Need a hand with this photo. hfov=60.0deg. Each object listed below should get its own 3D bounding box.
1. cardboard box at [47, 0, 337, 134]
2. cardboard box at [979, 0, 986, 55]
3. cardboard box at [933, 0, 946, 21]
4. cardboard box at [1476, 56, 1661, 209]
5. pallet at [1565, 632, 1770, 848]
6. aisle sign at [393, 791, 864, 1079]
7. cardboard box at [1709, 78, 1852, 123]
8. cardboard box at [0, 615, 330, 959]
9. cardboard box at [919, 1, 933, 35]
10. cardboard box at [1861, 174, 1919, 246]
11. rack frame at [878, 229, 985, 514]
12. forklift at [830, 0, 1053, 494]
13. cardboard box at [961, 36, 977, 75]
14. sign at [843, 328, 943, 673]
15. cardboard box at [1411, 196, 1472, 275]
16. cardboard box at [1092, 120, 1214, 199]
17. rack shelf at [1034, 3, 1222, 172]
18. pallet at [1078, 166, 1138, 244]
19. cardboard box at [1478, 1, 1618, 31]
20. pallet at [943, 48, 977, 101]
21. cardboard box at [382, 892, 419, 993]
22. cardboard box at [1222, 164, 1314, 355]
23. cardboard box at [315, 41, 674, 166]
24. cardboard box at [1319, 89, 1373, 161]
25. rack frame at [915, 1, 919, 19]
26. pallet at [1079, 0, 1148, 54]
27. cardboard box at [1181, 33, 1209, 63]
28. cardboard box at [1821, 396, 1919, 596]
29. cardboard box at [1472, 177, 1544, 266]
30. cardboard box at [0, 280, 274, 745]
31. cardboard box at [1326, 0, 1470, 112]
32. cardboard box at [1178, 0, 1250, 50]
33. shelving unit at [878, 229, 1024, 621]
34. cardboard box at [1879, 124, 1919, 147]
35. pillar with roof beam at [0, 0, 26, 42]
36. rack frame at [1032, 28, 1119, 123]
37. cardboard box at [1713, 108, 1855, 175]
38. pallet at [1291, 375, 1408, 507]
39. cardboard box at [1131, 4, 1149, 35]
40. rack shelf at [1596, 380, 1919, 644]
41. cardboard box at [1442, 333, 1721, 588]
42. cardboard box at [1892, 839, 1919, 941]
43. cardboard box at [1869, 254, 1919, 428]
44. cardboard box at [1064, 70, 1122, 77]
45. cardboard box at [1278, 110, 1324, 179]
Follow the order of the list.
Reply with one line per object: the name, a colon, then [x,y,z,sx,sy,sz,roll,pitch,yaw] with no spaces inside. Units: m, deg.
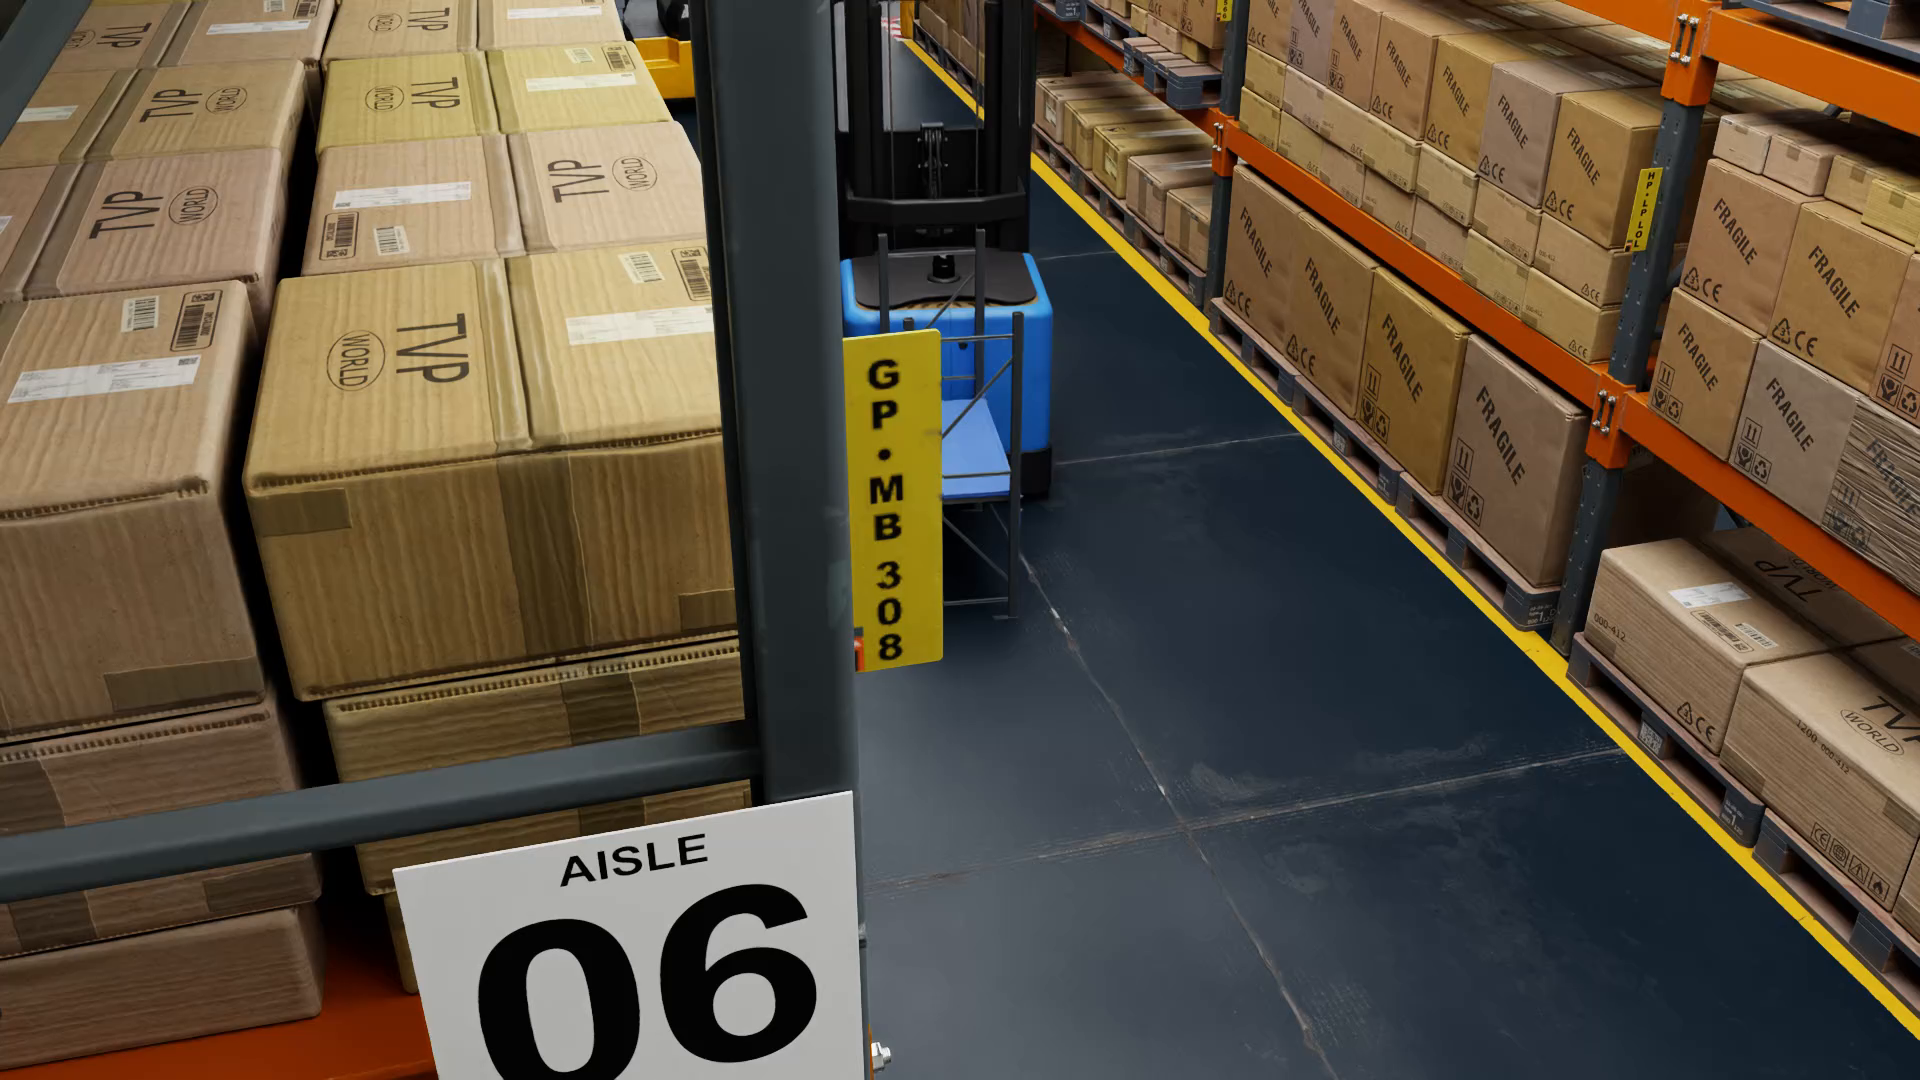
cardboard box: [-1.366,-0.777,2.957,0.500,0.250,0.500,-8,31,-13]
cardboard box: [0.460,-4.546,14.687,0.500,0.500,0.500,-7,31,-12]
cardboard box: [0.048,-5.293,15.977,0.500,0.500,0.500,-9,31,-15]
cardboard box: [2.630,-1.778,7.229,0.500,0.500,0.500,-7,31,-12]
pallet: [3.262,0.714,6.806,1.003,0.211,1.213,-8,31,-13]
aisle sign: [-0.286,0.592,1.638,0.394,0.787,0.004,-8,31,-13]
cardboard box: [3.296,-1.597,6.917,0.500,0.500,0.500,-7,31,-13]
cardboard box: [-0.968,0.183,1.799,0.500,0.250,0.500,-8,31,-14]
cardboard box: [-0.102,-5.232,16.620,0.500,0.250,0.500,-8,31,-14]
cardboard box: [3.168,-1.072,5.363,0.380,0.149,0.250,-8,31,-14]
rack frame: [-0.131,-0.780,8.100,0.500,1.500,0.032,-4,30,-7]
forklift: [-0.189,-2.180,9.090,1.130,2.935,3.031,-3,30,-5]
cardboard box: [0.315,-4.478,15.318,0.500,0.250,0.500,-7,31,-13]
sign: [-0.064,-0.025,1.433,0.100,0.325,0.005,-8,31,-13]
cardboard box: [2.524,-1.481,7.964,0.500,0.250,0.500,-9,31,-15]
cardboard box: [1.534,-2.843,12.372,0.950,0.372,0.625,-7,31,-12]
rack shelf: [1.543,-3.457,11.946,1.077,0.370,4.000,-8,31,-13]
pallet: [1.548,-2.561,12.464,1.003,0.211,1.213,-8,31,-13]
cardboard box: [2.860,-2.331,8.184,0.500,0.500,0.500,-8,31,-14]
pallet: [0.472,-4.437,15.706,1.003,0.211,1.213,-8,31,-13]
cardboard box: [-0.448,0.349,1.909,0.380,0.149,0.250,-7,31,-12]
cardboard box: [2.177,-1.720,9.929,0.875,0.875,0.875,-8,31,-14]
cardboard box: [-0.726,-0.592,2.637,0.500,0.250,0.500,-8,31,-14]
cardboard box: [2.227,-2.184,8.680,0.500,0.250,0.500,-8,31,-13]
rack frame: [-0.050,-6.666,16.773,1.000,3.000,0.127,-8,31,-13]
pallet: [1.509,-3.670,11.788,1.003,0.211,1.213,-8,31,-13]
cardboard box: [1.619,-3.122,10.482,0.380,0.149,0.250,-7,31,-13]
cardboard box: [3.263,-0.168,5.445,0.500,0.500,0.500,-8,31,-13]
cardboard box: [2.644,-1.443,7.399,0.500,0.250,0.500,-7,31,-12]
cardboard box: [-0.975,-0.033,1.672,0.500,0.250,0.500,-9,31,-15]
cardboard box: [2.232,-2.517,8.507,0.500,0.500,0.500,-7,31,-12]
cardboard box: [1.685,-3.339,10.208,0.500,0.500,0.500,-9,31,-15]
shelving unit: [-0.058,-0.528,7.664,0.538,1.500,1.048,-4,30,-7]
cardboard box: [3.489,-1.379,5.893,0.380,0.149,0.250,-7,31,-12]
pillar with roof beam: [1.817,-2.921,4.314,9.100,9.000,0.400,-8,31,-13]
rack frame: [1.012,-4.734,13.435,1.000,3.000,0.127,-8,31,-13]
cardboard box: [2.969,-1.440,5.998,0.380,0.149,0.250,-8,31,-14]
pallet: [2.531,-0.617,9.104,1.003,0.211,1.213,-8,31,-13]
cardboard box: [1.363,-3.492,11.120,0.380,0.149,0.250,-7,31,-12]
rack shelf: [3.666,0.407,5.271,1.077,0.370,4.000,-8,31,-13]
cardboard box: [2.894,-0.421,7.686,0.875,0.875,0.875,-7,31,-12]
cardboard box: [3.675,1.242,5.248,0.875,0.438,0.875,-7,31,-12]
cardboard box: [3.282,-0.591,5.178,0.500,0.500,0.500,-7,31,-12]
cardboard box: [1.116,-4.047,14.573,0.500,0.250,0.500,-9,31,-16]
cardboard box: [2.114,-2.222,9.244,0.500,0.250,0.500,-9,31,-15]
